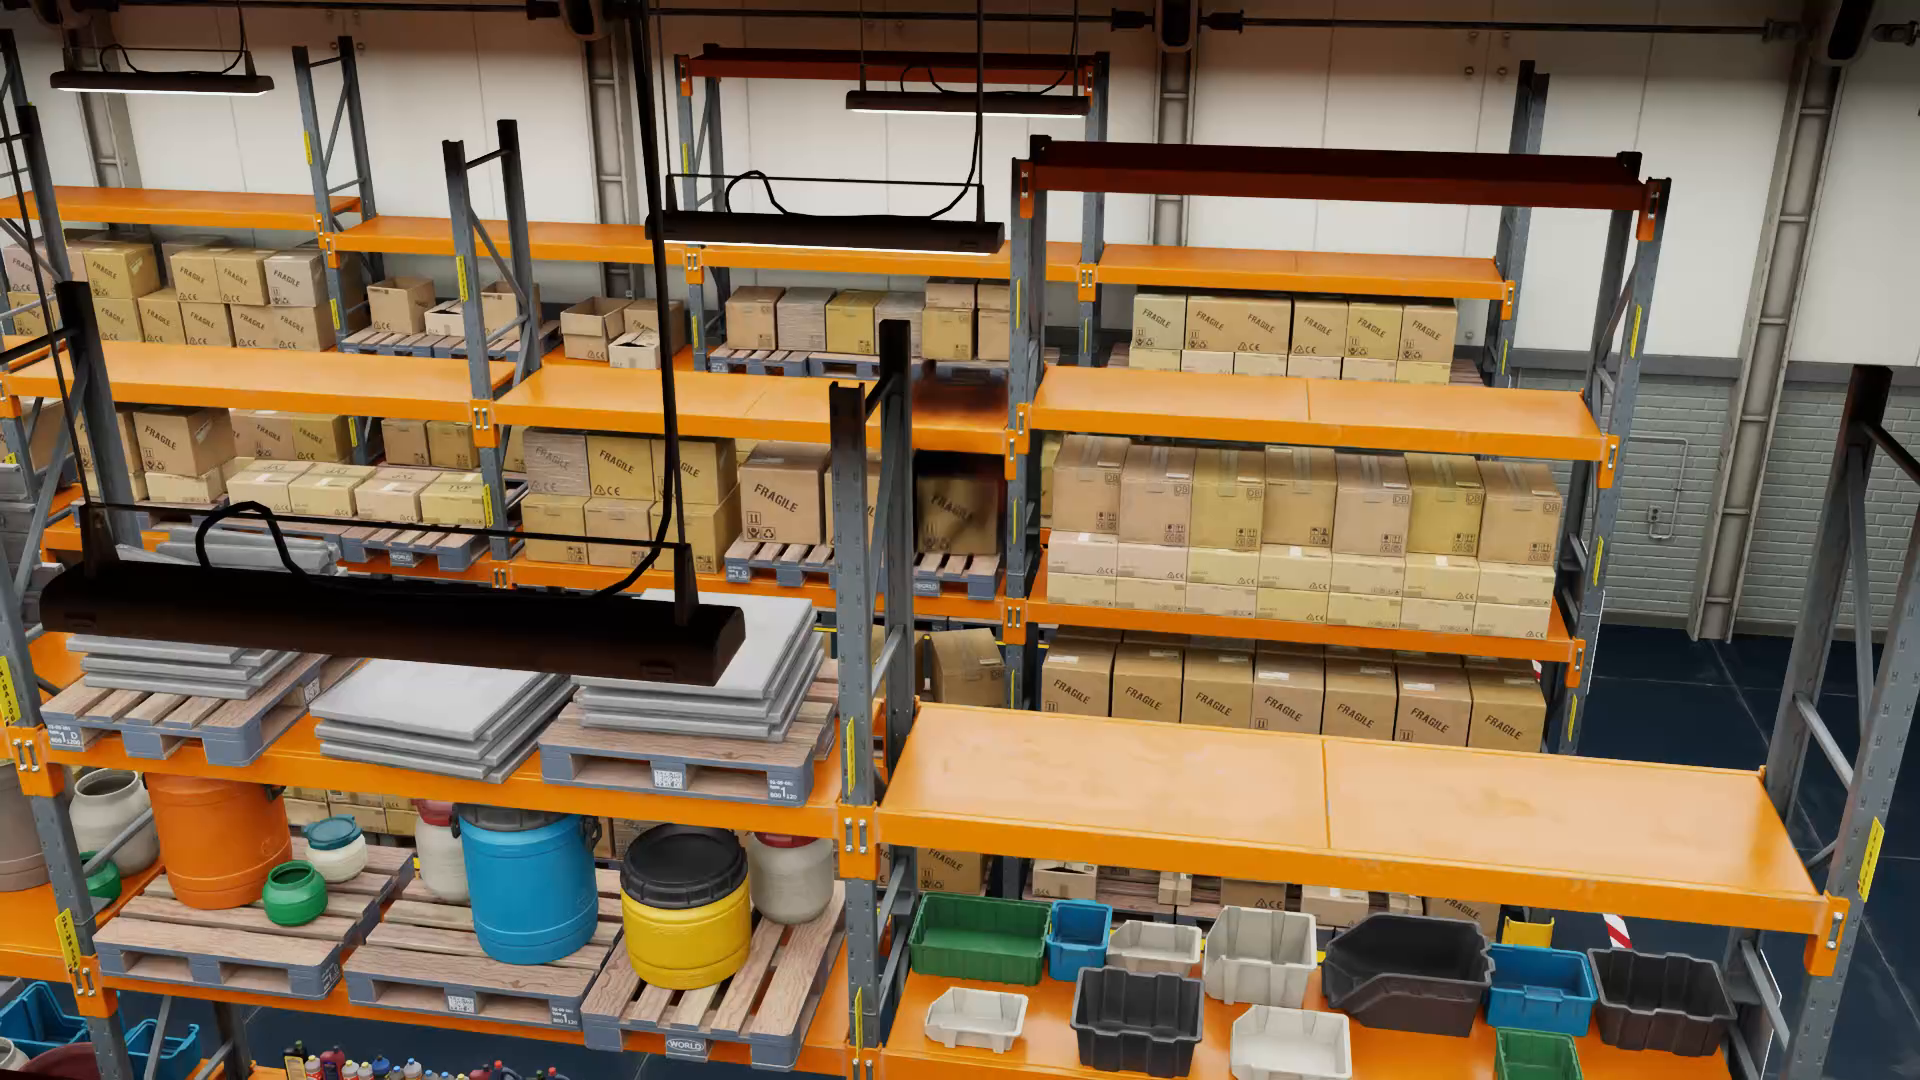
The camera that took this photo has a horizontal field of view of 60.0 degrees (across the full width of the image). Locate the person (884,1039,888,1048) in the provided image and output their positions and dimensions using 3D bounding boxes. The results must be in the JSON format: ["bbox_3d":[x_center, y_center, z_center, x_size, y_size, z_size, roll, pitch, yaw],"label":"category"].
[{"bbox_3d":[-0.179,3.214,10.362,0.956,1.637,0.478,17,28,34],"label":"person"}]
